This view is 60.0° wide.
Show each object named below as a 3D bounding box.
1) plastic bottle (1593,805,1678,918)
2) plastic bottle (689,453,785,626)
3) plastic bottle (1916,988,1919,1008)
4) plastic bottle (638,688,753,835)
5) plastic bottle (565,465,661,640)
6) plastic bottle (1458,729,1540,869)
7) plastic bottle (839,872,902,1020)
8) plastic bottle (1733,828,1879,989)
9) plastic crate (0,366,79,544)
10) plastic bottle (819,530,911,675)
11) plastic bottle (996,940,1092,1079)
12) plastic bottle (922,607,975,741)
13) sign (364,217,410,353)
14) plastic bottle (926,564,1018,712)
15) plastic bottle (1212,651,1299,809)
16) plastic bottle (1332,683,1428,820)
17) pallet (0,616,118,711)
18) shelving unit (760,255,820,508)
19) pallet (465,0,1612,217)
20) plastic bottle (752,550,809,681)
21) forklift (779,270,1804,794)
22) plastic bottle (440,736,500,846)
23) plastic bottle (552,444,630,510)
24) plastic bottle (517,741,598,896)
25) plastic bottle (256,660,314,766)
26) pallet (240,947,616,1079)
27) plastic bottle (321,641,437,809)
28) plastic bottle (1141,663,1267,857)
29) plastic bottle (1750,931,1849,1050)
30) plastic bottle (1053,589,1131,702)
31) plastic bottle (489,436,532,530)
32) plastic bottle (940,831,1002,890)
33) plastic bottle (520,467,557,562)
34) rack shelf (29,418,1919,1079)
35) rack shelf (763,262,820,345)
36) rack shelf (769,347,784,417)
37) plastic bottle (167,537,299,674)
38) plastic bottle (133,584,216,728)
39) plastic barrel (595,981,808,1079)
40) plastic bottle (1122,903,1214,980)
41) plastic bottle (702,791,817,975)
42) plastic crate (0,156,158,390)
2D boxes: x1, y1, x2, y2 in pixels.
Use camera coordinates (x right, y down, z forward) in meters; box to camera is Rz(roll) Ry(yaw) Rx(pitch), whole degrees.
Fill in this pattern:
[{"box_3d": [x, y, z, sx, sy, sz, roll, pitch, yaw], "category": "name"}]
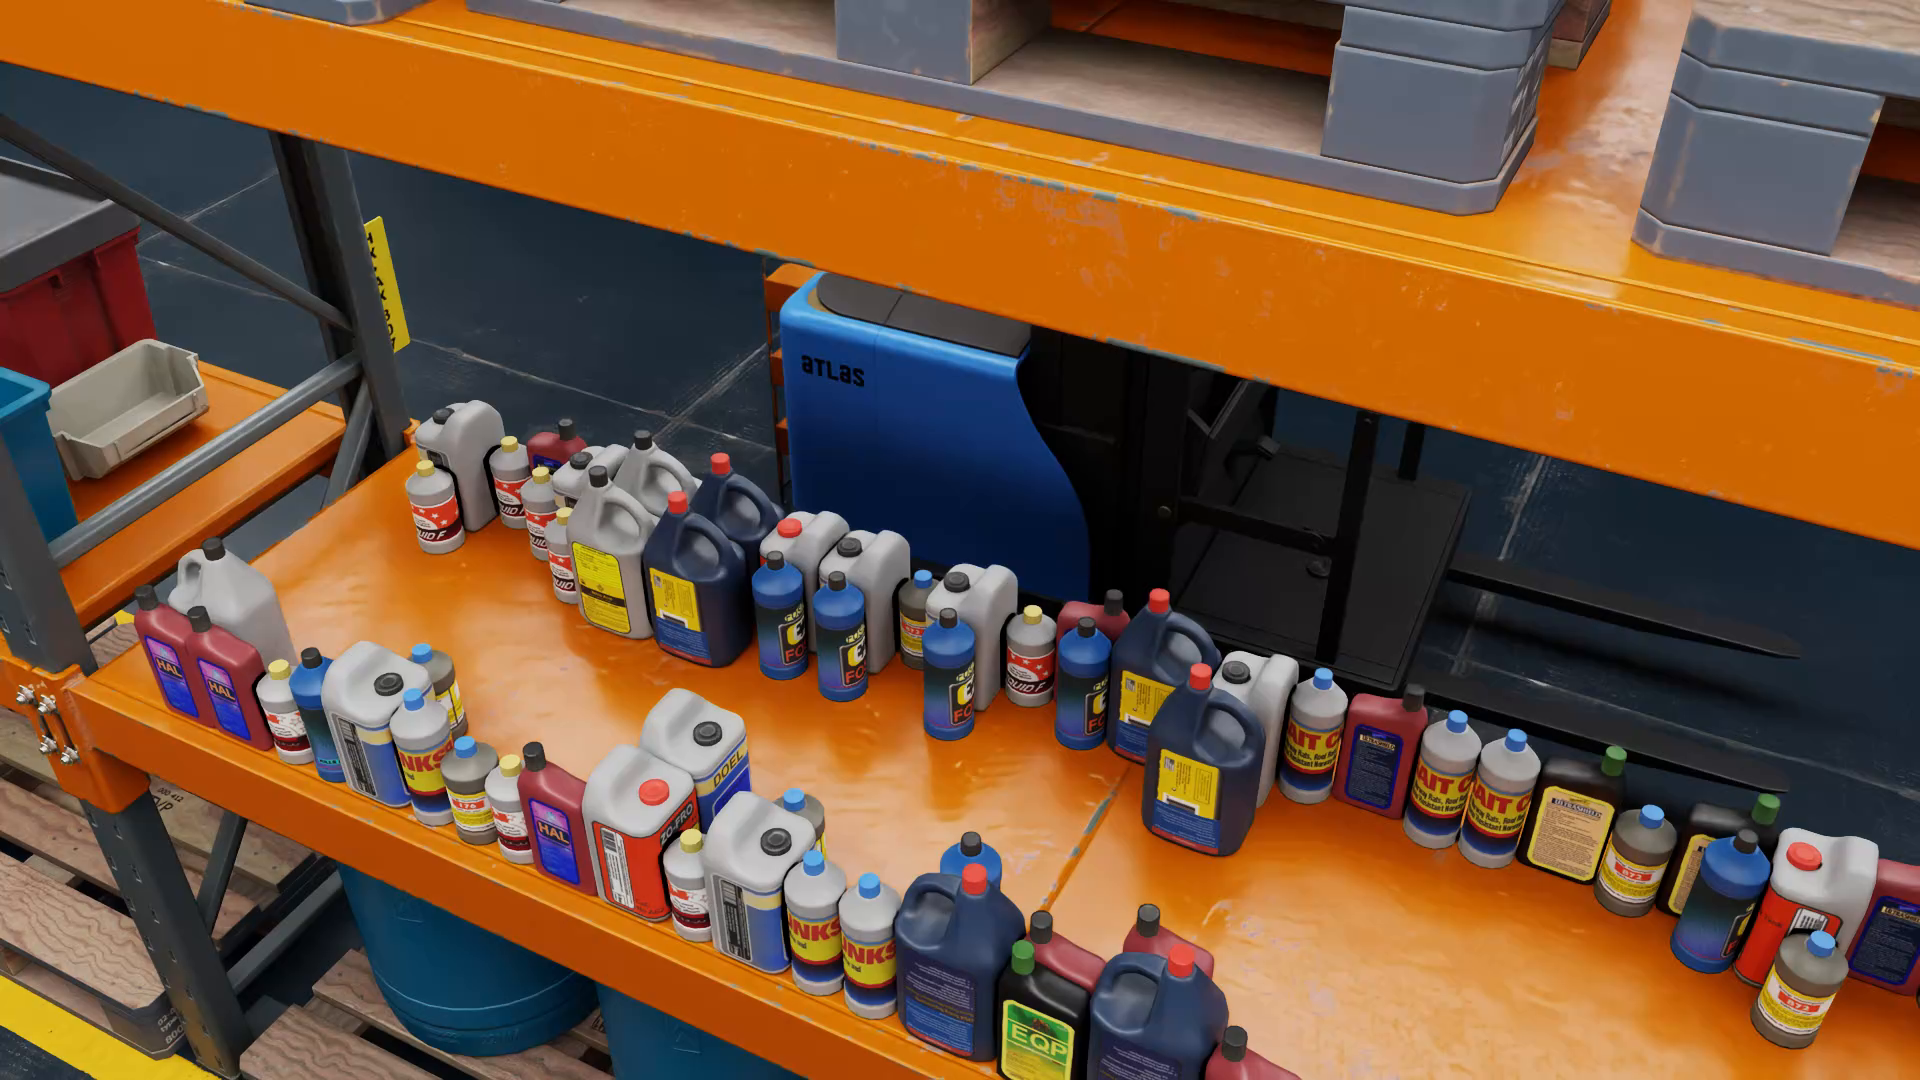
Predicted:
[{"box_3d": [1.120, 0.520, 2.748, 0.097, 0.201, 0.097, 0, 37, 0], "category": "plastic bottle"}, {"box_3d": [-0.446, -0.014, 3.328, 0.185, 0.351, 0.144, 17, 41, 21], "category": "plastic bottle"}, {"box_3d": [1.563, 0.659, 2.565, 0.097, 0.201, 0.097, 0, 37, 0], "category": "plastic bottle"}, {"box_3d": [-0.449, 0.394, 2.853, 0.135, 0.276, 0.152, 17, 41, 21], "category": "plastic bottle"}, {"box_3d": [-0.676, 0.012, 3.294, 0.185, 0.351, 0.144, 17, 41, 21], "category": "plastic bottle"}, {"box_3d": [0.915, 0.428, 2.811, 0.097, 0.271, 0.097, 0, 37, 0], "category": "plastic bottle"}, {"box_3d": [-0.136, 0.616, 2.564, 0.097, 0.271, 0.097, 0, 37, 0], "category": "plastic bottle"}, {"box_3d": [1.329, 0.575, 2.615, 0.135, 0.276, 0.152, 17, 41, 21], "category": "plastic bottle"}, {"box_3d": [-2.148, -0.129, 3.402, 0.575, 0.384, 0.392, 17, 41, 21], "category": "plastic crate"}, {"box_3d": [-0.186, 0.100, 3.240, 0.135, 0.276, 0.152, 17, 41, 21], "category": "plastic bottle"}, {"box_3d": [0.123, 0.704, 2.438, 0.133, 0.283, 0.061, 17, 41, 21], "category": "plastic bottle"}, {"box_3d": [-0.021, 0.239, 3.061, 0.097, 0.271, 0.097, 0, 37, 0], "category": "plastic bottle"}, {"box_3d": [-1.322, -0.570, 3.791, 0.005, 0.325, 0.100, 17, 41, 21], "category": "sign"}, {"box_3d": [0.020, 0.165, 3.155, 0.135, 0.276, 0.152, 17, 41, 21], "category": "plastic bottle"}, {"box_3d": [0.508, 0.318, 2.953, 0.135, 0.276, 0.152, 17, 41, 21], "category": "plastic bottle"}, {"box_3d": [0.735, 0.354, 2.899, 0.133, 0.283, 0.061, 17, 41, 21], "category": "plastic bottle"}, {"box_3d": [-3.335, 0.424, 5.017, 1.213, 0.211, 1.003, 17, 41, 21], "category": "pallet"}, {"box_3d": [-0.480, -0.556, 5.615, 0.252, 1.050, 0.215, 16, 40, 20], "category": "shelving unit"}, {"box_3d": [0.173, -0.805, 2.005, 1.213, 0.211, 1.003, 17, 41, 21], "category": "pallet"}, {"box_3d": [-0.346, 0.137, 3.195, 0.097, 0.271, 0.097, 0, 37, 0], "category": "plastic bottle"}, {"box_3d": [1.007, -0.881, 4.486, 3.031, 2.935, 1.130, 16, 40, 20], "category": "forklift"}, {"box_3d": [-0.839, 0.424, 2.875, 0.097, 0.201, 0.097, 0, 37, 0], "category": "plastic bottle"}, {"box_3d": [-0.753, -0.078, 3.474, 0.135, 0.276, 0.152, 17, 41, 21], "category": "plastic bottle"}, {"box_3d": [-0.658, 0.460, 2.760, 0.133, 0.283, 0.061, 17, 41, 21], "category": "plastic bottle"}, {"box_3d": [-1.218, 0.305, 3.032, 0.097, 0.201, 0.097, 0, 37, 0], "category": "plastic bottle"}, {"box_3d": [-0.910, 1.183, 4.017, 1.213, 0.211, 1.003, 17, 41, 21], "category": "pallet"}, {"box_3d": [-1.016, 0.320, 2.950, 0.135, 0.276, 0.152, 17, 41, 21], "category": "plastic bottle"}, {"box_3d": [0.418, 0.360, 2.835, 0.185, 0.351, 0.144, 17, 41, 21], "category": "plastic bottle"}, {"box_3d": [1.288, 0.676, 2.542, 0.097, 0.201, 0.097, 0, 37, 0], "category": "plastic bottle"}, {"box_3d": [0.246, 0.201, 3.100, 0.133, 0.283, 0.061, 17, 41, 21], "category": "plastic bottle"}, {"box_3d": [-0.962, -0.132, 3.607, 0.097, 0.201, 0.097, 0, 37, 0], "category": "plastic bottle"}, {"box_3d": [0.017, 0.566, 2.630, 0.097, 0.271, 0.097, 0, 37, 0], "category": "plastic bottle"}, {"box_3d": [-0.872, -0.062, 3.515, 0.097, 0.201, 0.097, 0, 37, 0], "category": "plastic bottle"}, {"box_3d": [0.199, 0.678, 2.971, 4.000, 0.370, 1.077, 17, 41, 21], "category": "rack shelf"}, {"box_3d": [-0.480, -0.774, 5.450, 0.240, 0.259, 0.215, 16, 40, 20], "category": "rack shelf"}, {"box_3d": [-0.480, -0.548, 5.621, 0.240, 0.259, 0.215, 16, 40, 20], "category": "rack shelf"}, {"box_3d": [-1.377, 0.138, 3.128, 0.185, 0.351, 0.144, 17, 41, 21], "category": "plastic bottle"}, {"box_3d": [-1.447, 0.213, 3.085, 0.133, 0.283, 0.061, 17, 41, 21], "category": "plastic bottle"}, {"box_3d": [-0.472, 0.861, 3.523, 0.708, 0.901, 0.600, 17, 41, 21], "category": "plastic barrel"}, {"box_3d": [0.307, 0.664, 2.491, 0.133, 0.283, 0.061, 17, 41, 21], "category": "plastic bottle"}, {"box_3d": [-0.313, 0.540, 2.660, 0.135, 0.276, 0.152, 17, 41, 21], "category": "plastic bottle"}, {"box_3d": [-2.254, -0.597, 3.953, 0.583, 0.464, 0.402, 17, 41, 21], "category": "plastic crate"}]
